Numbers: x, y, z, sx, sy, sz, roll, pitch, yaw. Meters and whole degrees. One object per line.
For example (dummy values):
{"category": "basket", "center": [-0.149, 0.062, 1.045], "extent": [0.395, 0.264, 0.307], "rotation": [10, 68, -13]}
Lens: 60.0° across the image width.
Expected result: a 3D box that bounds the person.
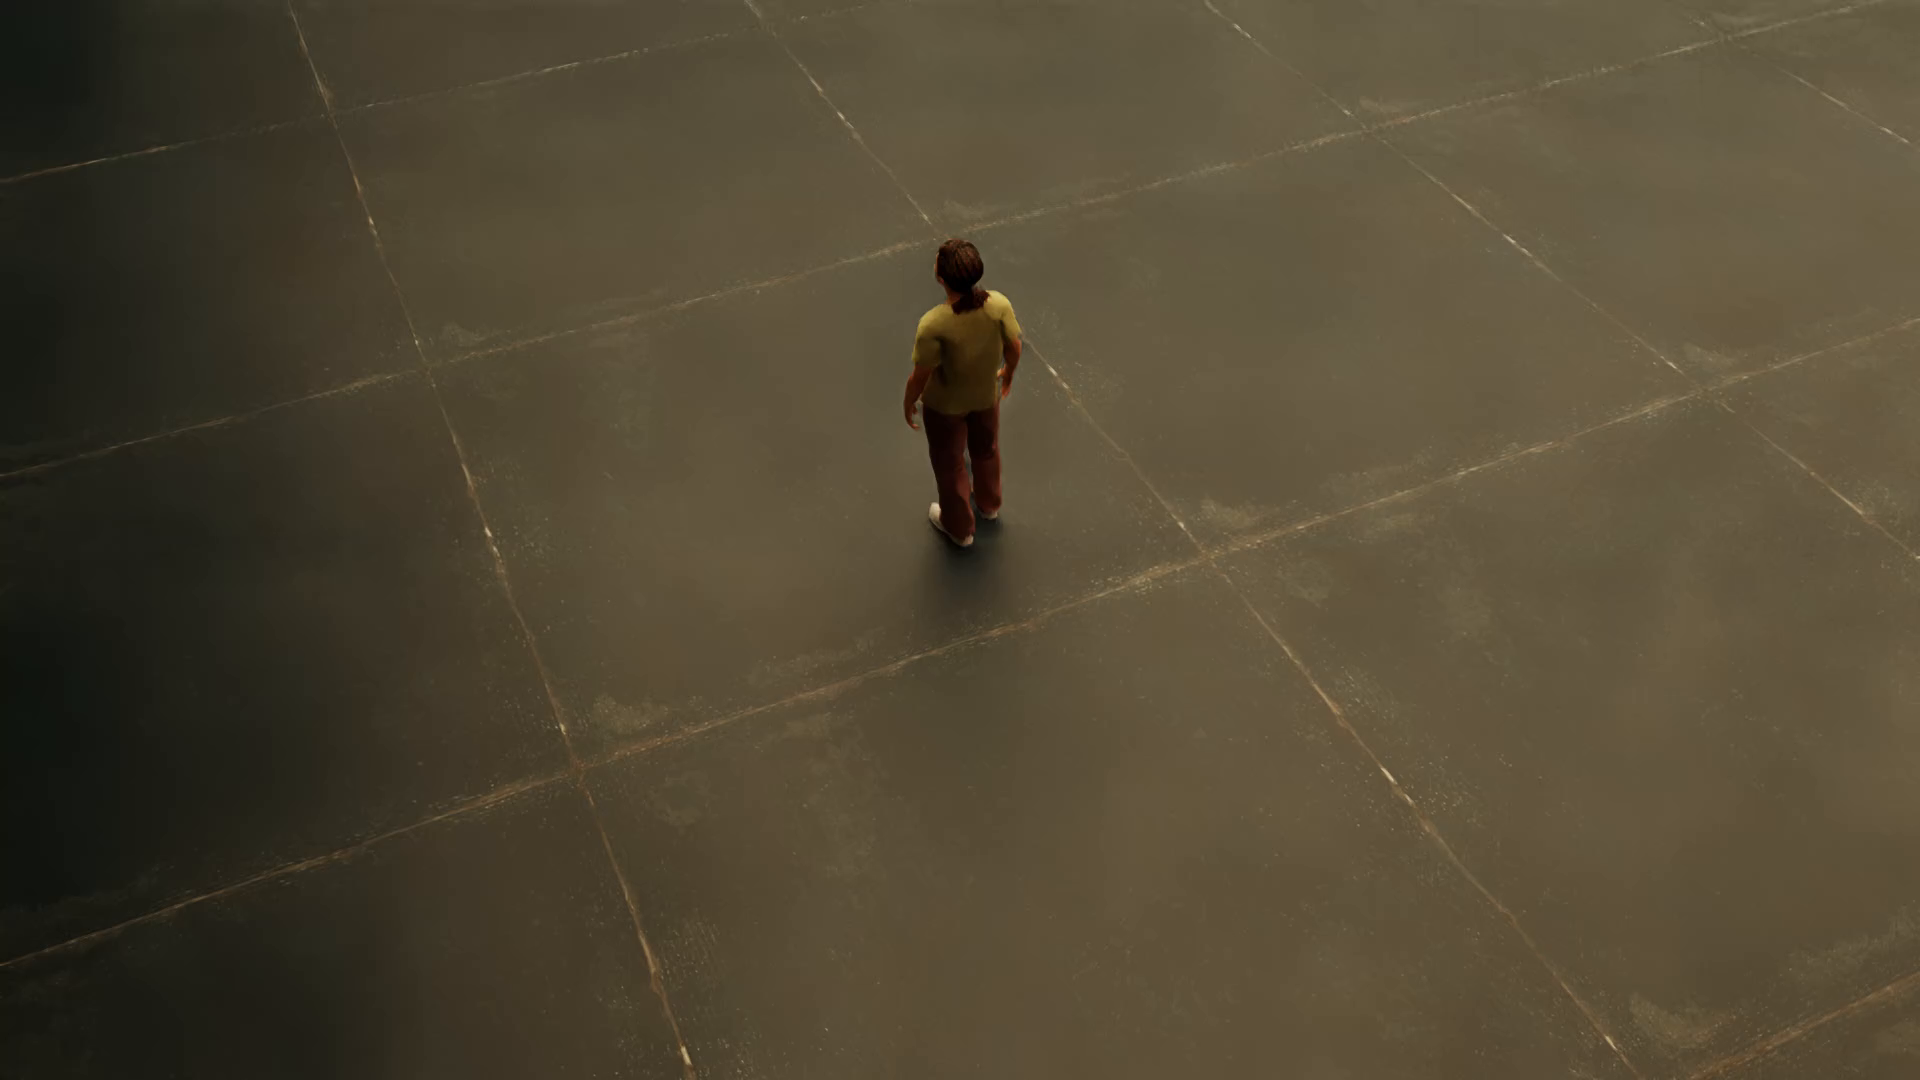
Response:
{"category": "person", "center": [-0.025, -0.668, 7.313], "extent": [0.554, 1.663, 0.532], "rotation": [-18, 46, -18]}
